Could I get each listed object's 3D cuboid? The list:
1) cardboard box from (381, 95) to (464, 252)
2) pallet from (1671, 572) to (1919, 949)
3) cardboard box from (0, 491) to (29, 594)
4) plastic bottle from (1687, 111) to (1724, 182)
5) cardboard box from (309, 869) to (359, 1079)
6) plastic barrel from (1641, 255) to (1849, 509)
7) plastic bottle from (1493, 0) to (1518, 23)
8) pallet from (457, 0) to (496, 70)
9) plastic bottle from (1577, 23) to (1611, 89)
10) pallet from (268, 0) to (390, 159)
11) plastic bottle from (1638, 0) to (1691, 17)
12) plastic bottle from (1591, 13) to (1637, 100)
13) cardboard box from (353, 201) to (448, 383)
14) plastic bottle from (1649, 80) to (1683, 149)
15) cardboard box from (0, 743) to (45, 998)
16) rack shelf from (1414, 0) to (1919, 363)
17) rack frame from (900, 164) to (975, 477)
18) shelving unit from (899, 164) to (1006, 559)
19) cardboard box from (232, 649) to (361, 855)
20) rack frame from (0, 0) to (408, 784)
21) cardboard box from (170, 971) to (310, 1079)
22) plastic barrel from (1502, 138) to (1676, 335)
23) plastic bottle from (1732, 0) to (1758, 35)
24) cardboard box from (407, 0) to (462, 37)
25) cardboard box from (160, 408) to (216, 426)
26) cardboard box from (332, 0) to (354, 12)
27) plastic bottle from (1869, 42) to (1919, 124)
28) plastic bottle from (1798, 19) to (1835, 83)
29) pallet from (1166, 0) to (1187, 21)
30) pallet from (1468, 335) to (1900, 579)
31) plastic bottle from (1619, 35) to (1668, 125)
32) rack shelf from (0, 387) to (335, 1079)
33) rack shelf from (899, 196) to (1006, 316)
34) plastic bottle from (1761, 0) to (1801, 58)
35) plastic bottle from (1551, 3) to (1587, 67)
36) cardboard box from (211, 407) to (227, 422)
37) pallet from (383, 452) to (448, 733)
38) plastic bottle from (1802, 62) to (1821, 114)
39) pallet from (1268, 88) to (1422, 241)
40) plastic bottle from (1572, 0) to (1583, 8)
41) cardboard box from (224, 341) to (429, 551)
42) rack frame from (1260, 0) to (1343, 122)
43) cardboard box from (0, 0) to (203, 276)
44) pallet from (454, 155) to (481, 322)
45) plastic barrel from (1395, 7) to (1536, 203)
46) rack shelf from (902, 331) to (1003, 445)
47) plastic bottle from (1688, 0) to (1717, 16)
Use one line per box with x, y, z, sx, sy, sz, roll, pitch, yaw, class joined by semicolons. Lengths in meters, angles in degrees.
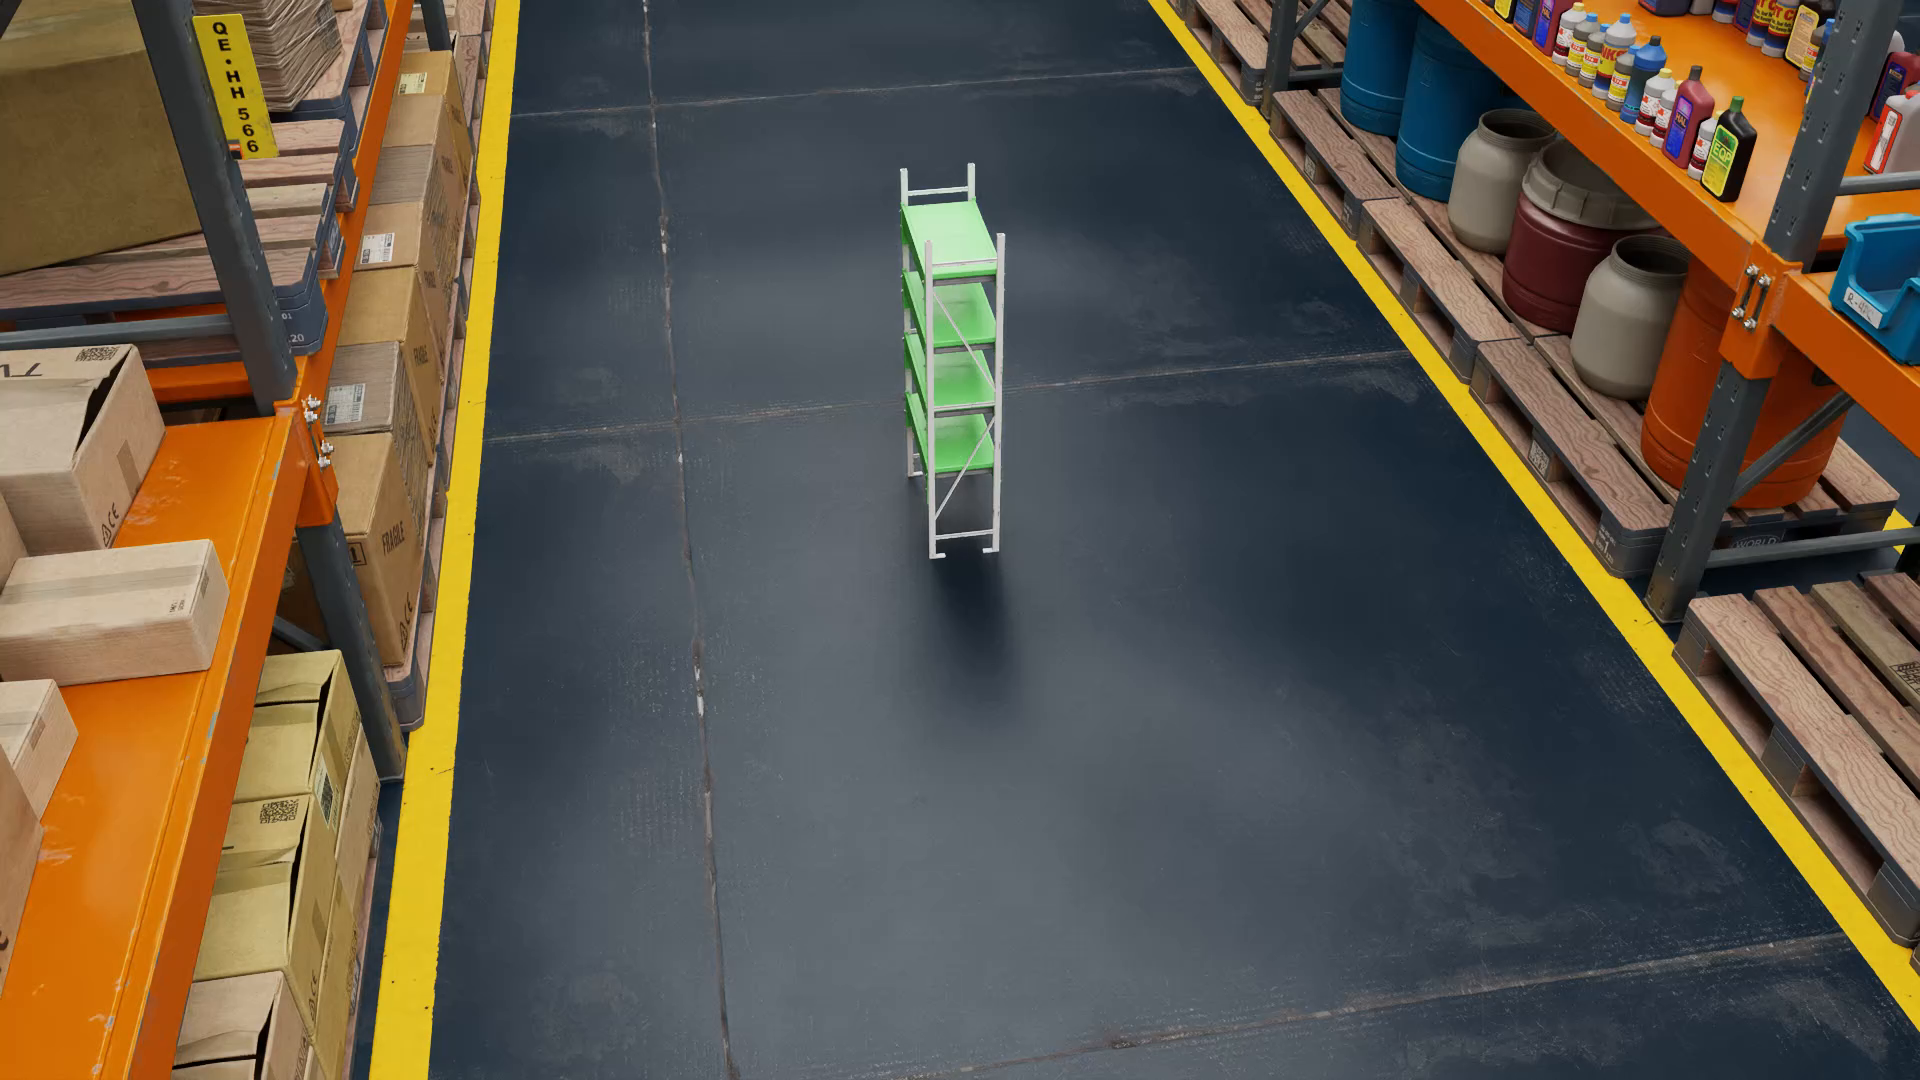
-2.377;-1.501;6.916;0.500;0.500;0.500;-6;38;-8;cardboard box
2.852;0.577;4.835;1.003;0.211;1.213;-6;38;-8;pallet
-2.157;0.131;3.209;0.500;0.311;0.500;-7;38;-8;cardboard box
2.261;-1.188;4.996;0.097;0.201;0.097;0;38;0;plastic bottle
-1.697;1.057;3.843;0.500;0.250;0.500;-7;38;-8;cardboard box
2.651;-0.598;5.502;0.600;0.830;0.708;-6;38;-8;plastic barrel
2.007;-2.031;6.014;0.061;0.283;0.133;-6;38;-8;plastic bottle
-3.161;-2.933;9.354;1.003;0.211;1.213;-6;38;-8;pallet
2.135;-1.621;5.553;0.097;0.201;0.097;0;38;0;plastic bottle
-2.469;-1.564;5.474;1.003;0.211;1.213;-6;38;-8;pallet
2.603;-2.109;6.060;0.144;0.351;0.185;-6;38;-8;plastic bottle
2.152;-1.590;5.456;0.097;0.271;0.097;0;38;0;plastic bottle
-2.199;-0.891;6.131;0.500;0.500;0.500;-7;38;-9;cardboard box
2.220;-1.327;5.175;0.097;0.201;0.097;0;38;0;plastic bottle
-1.813;0.507;2.571;0.500;0.500;0.500;-8;39;-10;cardboard box
2.403;-1.920;6.363;1.077;0.370;4.000;-6;38;-8;rack shelf
-0.072;-0.721;5.700;0.240;1.200;0.015;-6;38;-8;rack frame
-0.029;-0.574;5.511;0.258;1.200;0.503;-6;38;-8;shelving unit
-1.789;0.523;4.074;0.500;0.311;0.500;-5;38;-7;cardboard box
-2.123;-0.465;3.904;1.000;3.000;0.127;-6;38;-8;rack frame
-1.606;1.141;3.278;0.500;0.311;0.500;-6;38;-8;cardboard box
2.453;-1.185;6.454;0.600;0.588;0.708;-6;38;-8;plastic barrel
2.839;-1.949;5.909;0.061;0.283;0.133;-6;38;-8;plastic bottle
-2.847;-2.734;8.776;0.380;0.166;0.250;-6;38;-8;cardboard box
-2.532;-0.521;5.044;0.500;0.250;0.500;-5;38;-6;cardboard box
-2.454;-2.026;5.489;0.700;0.500;0.500;-16;41;-19;cardboard box
2.984;-1.449;5.266;0.061;0.283;0.133;-6;38;-8;plastic bottle
2.899;-1.647;5.586;0.097;0.201;0.097;0;38;0;plastic bottle
1.668;-3.489;10.069;1.003;0.211;1.213;-6;38;-8;pallet
2.575;-0.366;6.050;1.003;0.211;1.213;-6;38;-8;pallet
2.186;-1.472;5.305;0.097;0.271;0.097;0;38;0;plastic bottle
-1.773;1.027;2.570;1.077;0.370;4.000;-6;38;-8;rack shelf
-0.029;-0.902;5.255;0.258;0.148;0.480;-6;38;-8;rack shelf
2.858;-1.814;5.744;0.097;0.271;0.097;0;38;0;plastic bottle
2.101;-1.738;5.705;0.097;0.201;0.097;0;38;0;plastic bottle
-2.518;-0.192;5.231;0.500;0.500;0.500;-5;38;-6;cardboard box
-2.217;0.181;5.345;1.003;0.211;1.213;-6;38;-8;pallet
2.796;-1.468;5.357;0.097;0.201;0.097;0;38;0;plastic bottle
2.147;-1.840;7.947;1.003;0.211;1.213;-6;38;-8;pallet
2.172;-1.966;5.930;0.061;0.283;0.133;-6;38;-8;plastic bottle
-2.019;-0.273;5.336;0.500;0.500;0.500;-8;38;-10;cardboard box
2.053;-3.412;7.697;1.000;3.000;0.127;-6;38;-8;rack frame
-2.345;-1.039;4.219;0.700;0.500;0.500;-19;42;-23;cardboard box
-2.645;-1.293;7.242;1.003;0.211;1.213;-6;38;-8;pallet
2.255;-1.991;7.236;0.600;0.901;0.708;-6;38;-8;plastic barrel
-0.029;-0.523;5.550;0.258;0.148;0.480;-6;38;-8;rack shelf
2.753;-2.081;6.084;0.152;0.276;0.135;-6;38;-8;plastic bottle
